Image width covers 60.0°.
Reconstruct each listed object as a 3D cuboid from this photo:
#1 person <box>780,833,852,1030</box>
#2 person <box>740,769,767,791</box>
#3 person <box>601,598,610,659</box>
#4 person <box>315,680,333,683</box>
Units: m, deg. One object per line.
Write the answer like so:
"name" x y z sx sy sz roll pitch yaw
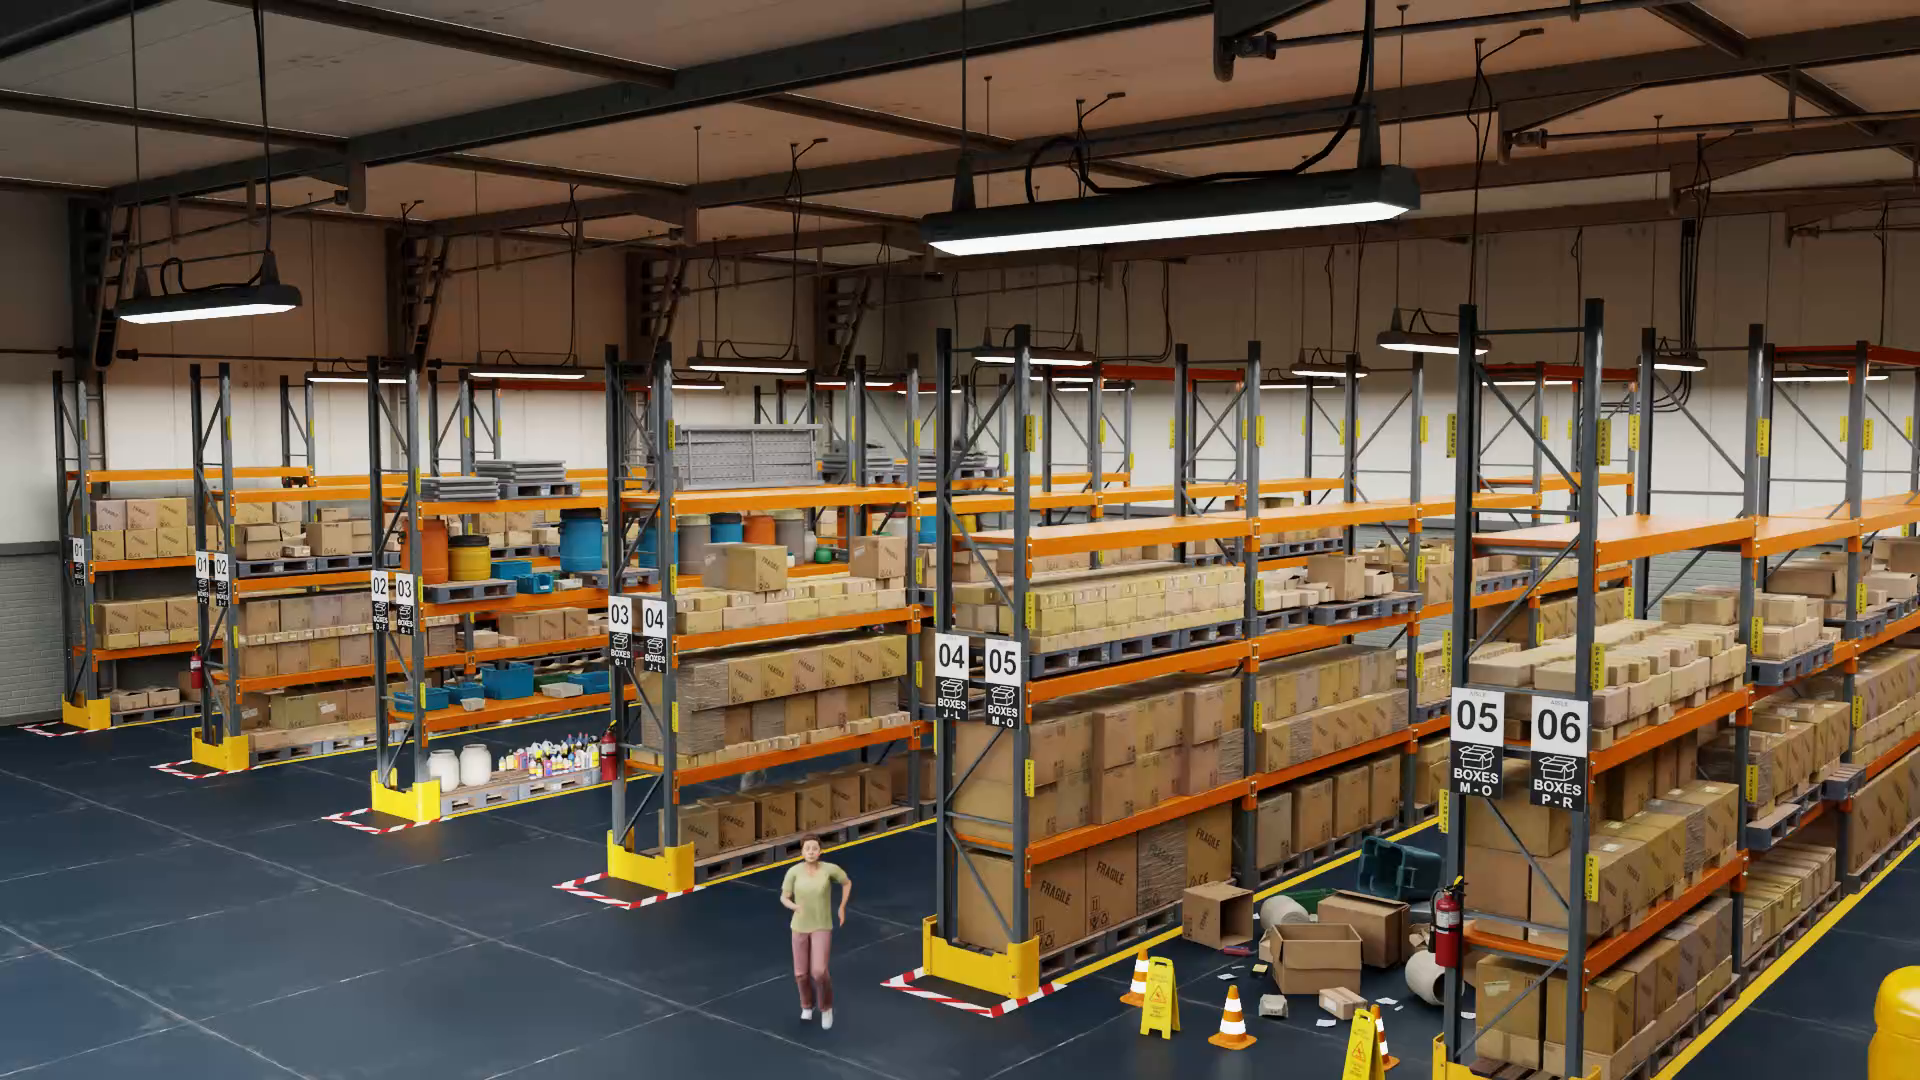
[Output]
"person" -1.238 3.314 14.106 0.572 1.658 0.662 0 4 6
"person" -2.847 2.640 22.444 0.661 1.770 0.992 2 5 25
"person" -6.751 1.967 32.421 0.656 1.746 0.627 4 6 42
"person" -10.669 2.290 27.927 0.696 1.726 0.671 2 5 28
